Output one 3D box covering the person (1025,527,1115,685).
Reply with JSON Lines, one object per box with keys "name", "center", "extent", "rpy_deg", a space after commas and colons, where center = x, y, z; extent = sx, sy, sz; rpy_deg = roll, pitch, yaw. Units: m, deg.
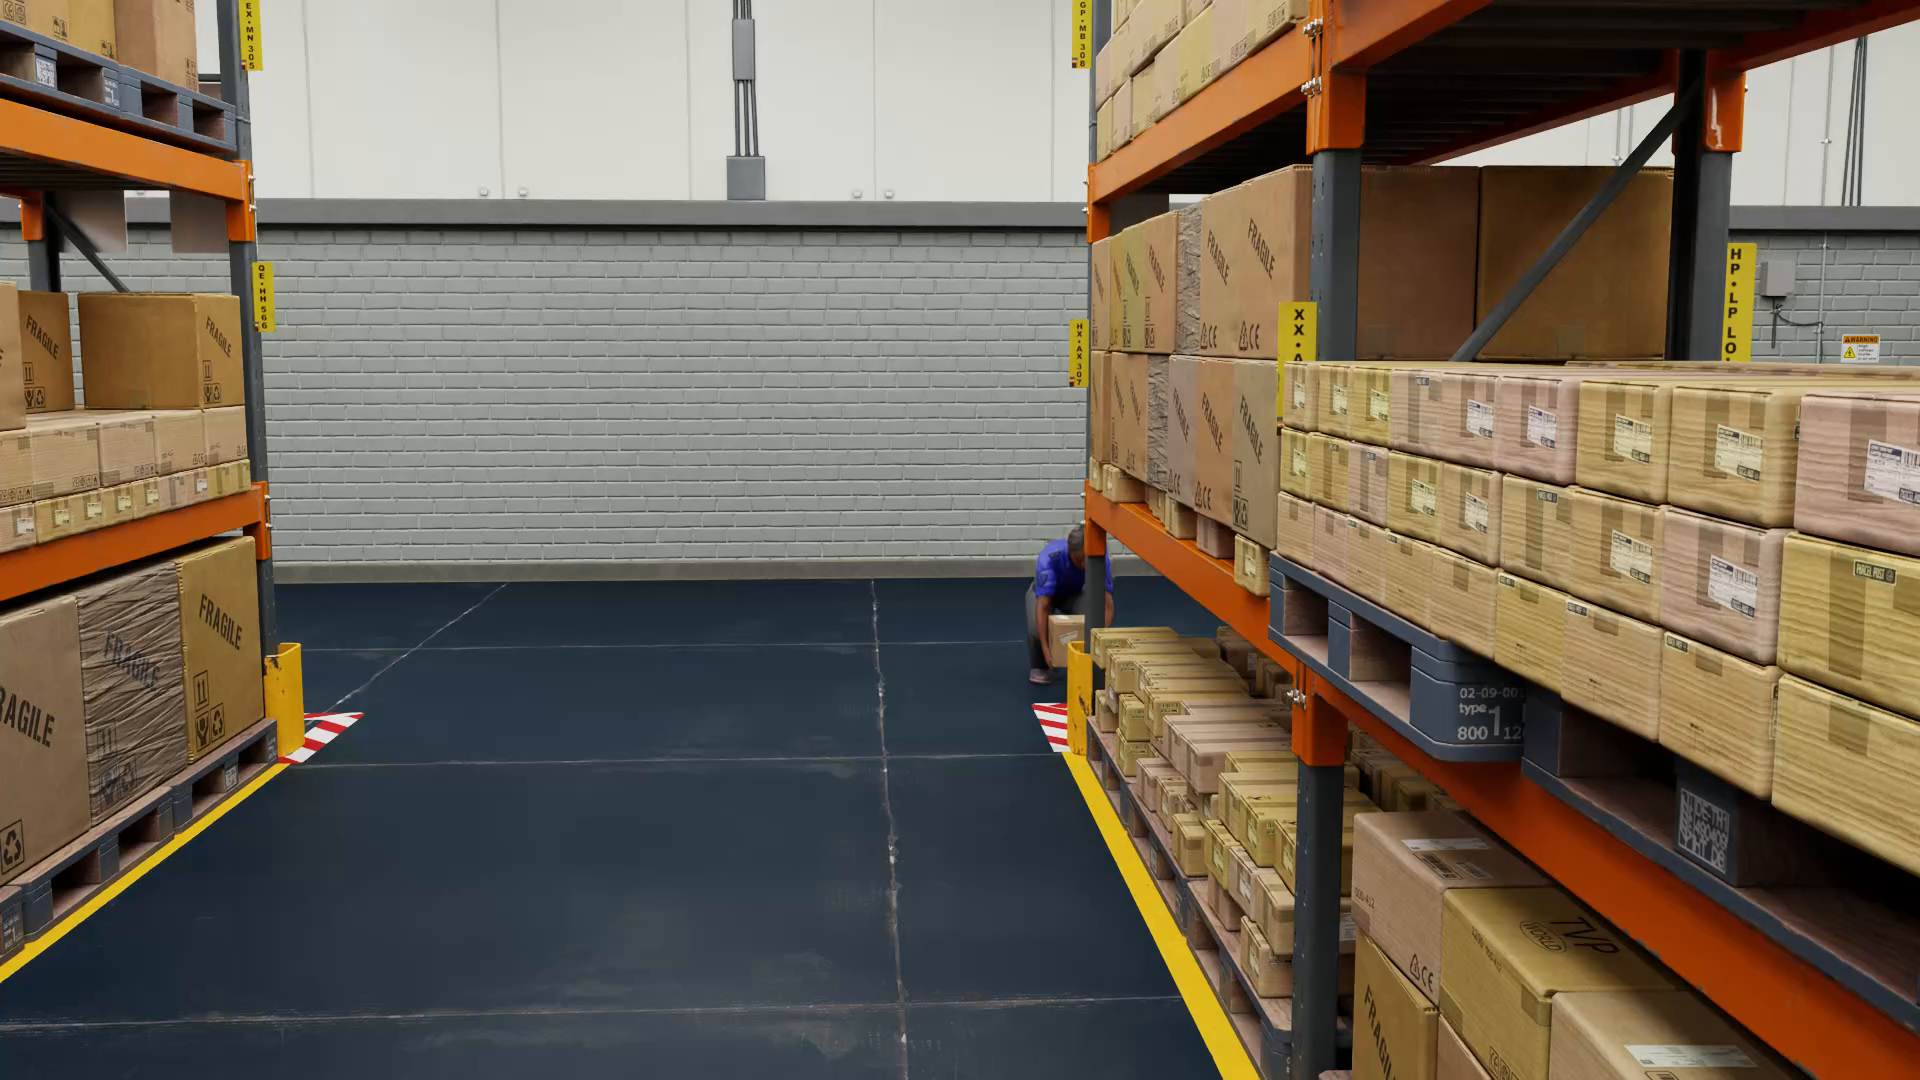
{"name": "person", "center": [0.625, 0.373, 9.641], "extent": [0.485, 0.958, 0.809], "rpy_deg": [0, 7, -4]}
